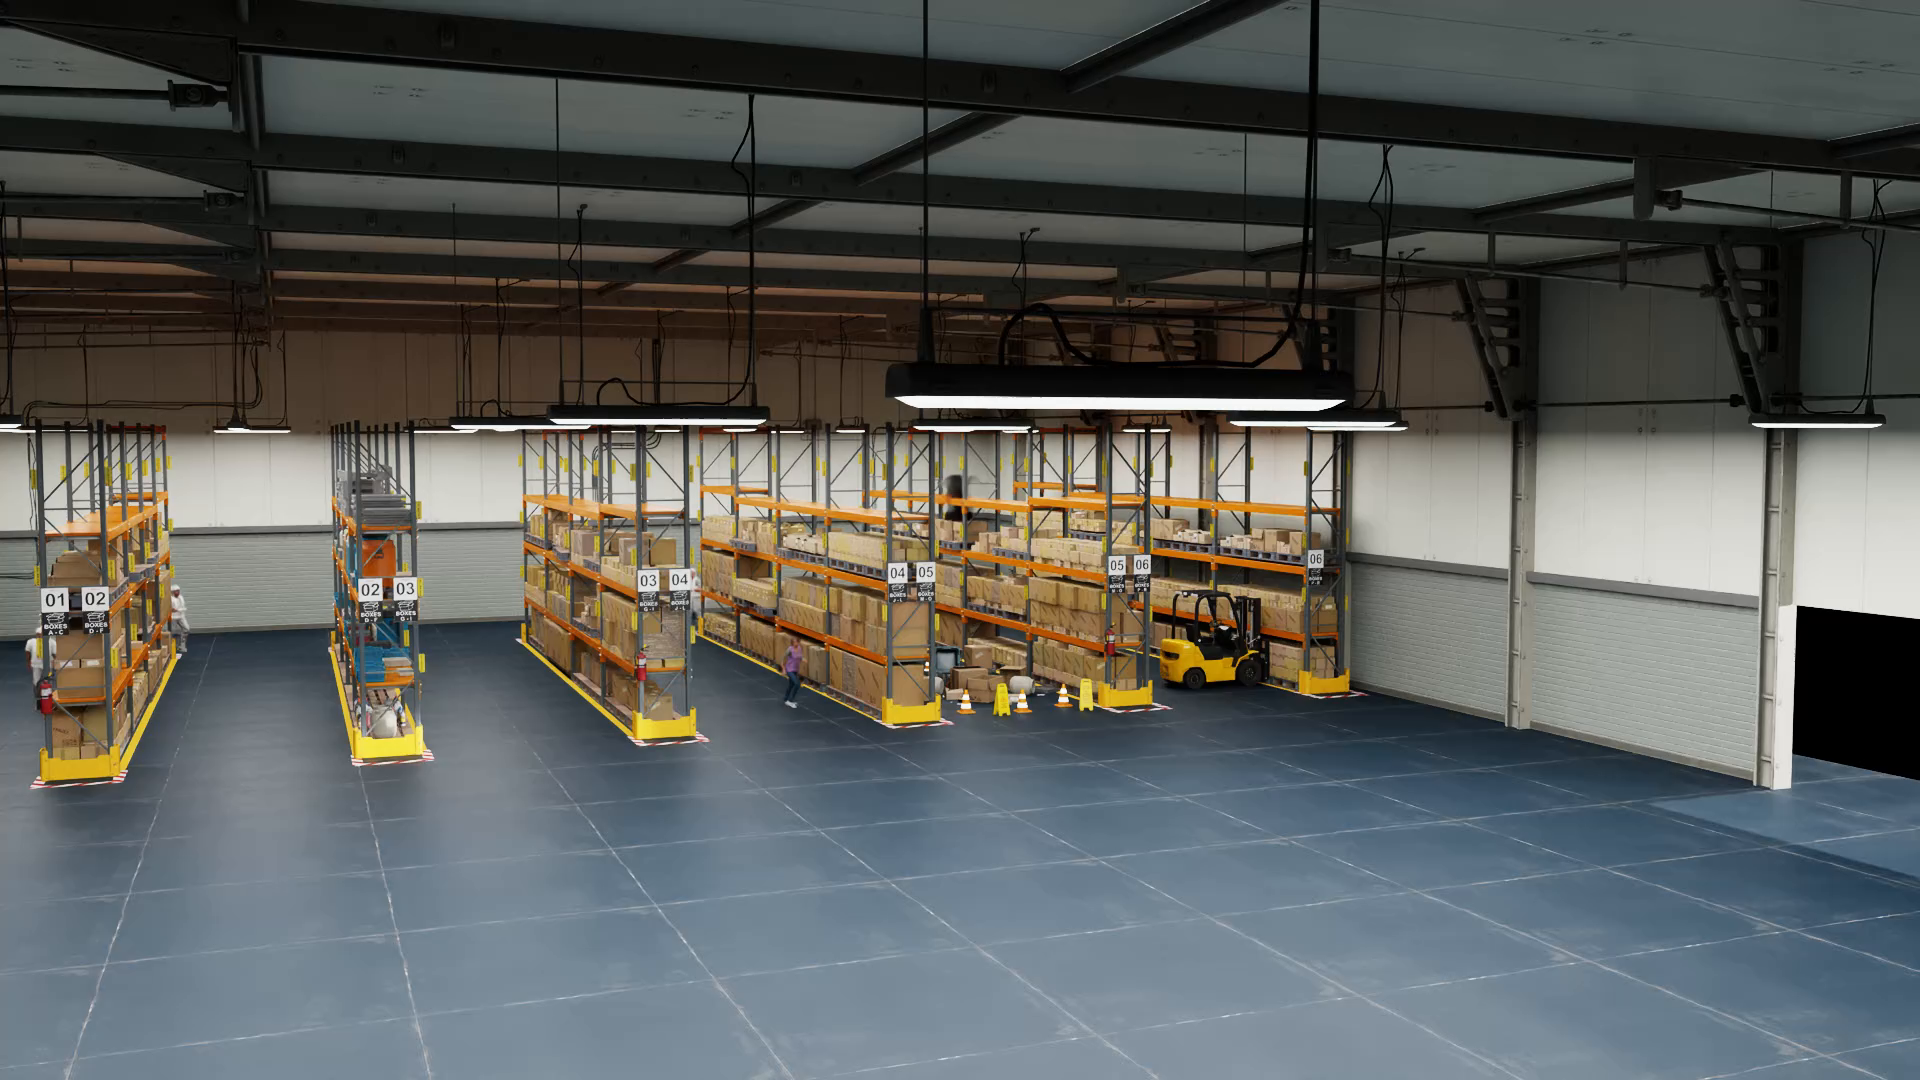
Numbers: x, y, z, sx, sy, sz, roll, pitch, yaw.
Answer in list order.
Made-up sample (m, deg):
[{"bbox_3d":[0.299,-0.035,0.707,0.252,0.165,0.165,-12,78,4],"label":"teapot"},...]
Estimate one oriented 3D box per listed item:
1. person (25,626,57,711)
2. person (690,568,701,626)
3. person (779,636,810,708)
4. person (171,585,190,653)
[{"bbox_3d":[-19.209,2.693,34.826,0.615,1.799,0.819,-2,4,-30],"label":"person"},{"bbox_3d":[-7.939,1.743,49.420,0.648,1.839,0.768,1,4,22],"label":"person"},{"bbox_3d":[-3.494,2.788,35.185,0.758,1.551,0.555,2,4,27],"label":"person"},{"bbox_3d":[-20.735,2.099,43.962,0.810,1.825,0.658,1,4,22],"label":"person"}]
